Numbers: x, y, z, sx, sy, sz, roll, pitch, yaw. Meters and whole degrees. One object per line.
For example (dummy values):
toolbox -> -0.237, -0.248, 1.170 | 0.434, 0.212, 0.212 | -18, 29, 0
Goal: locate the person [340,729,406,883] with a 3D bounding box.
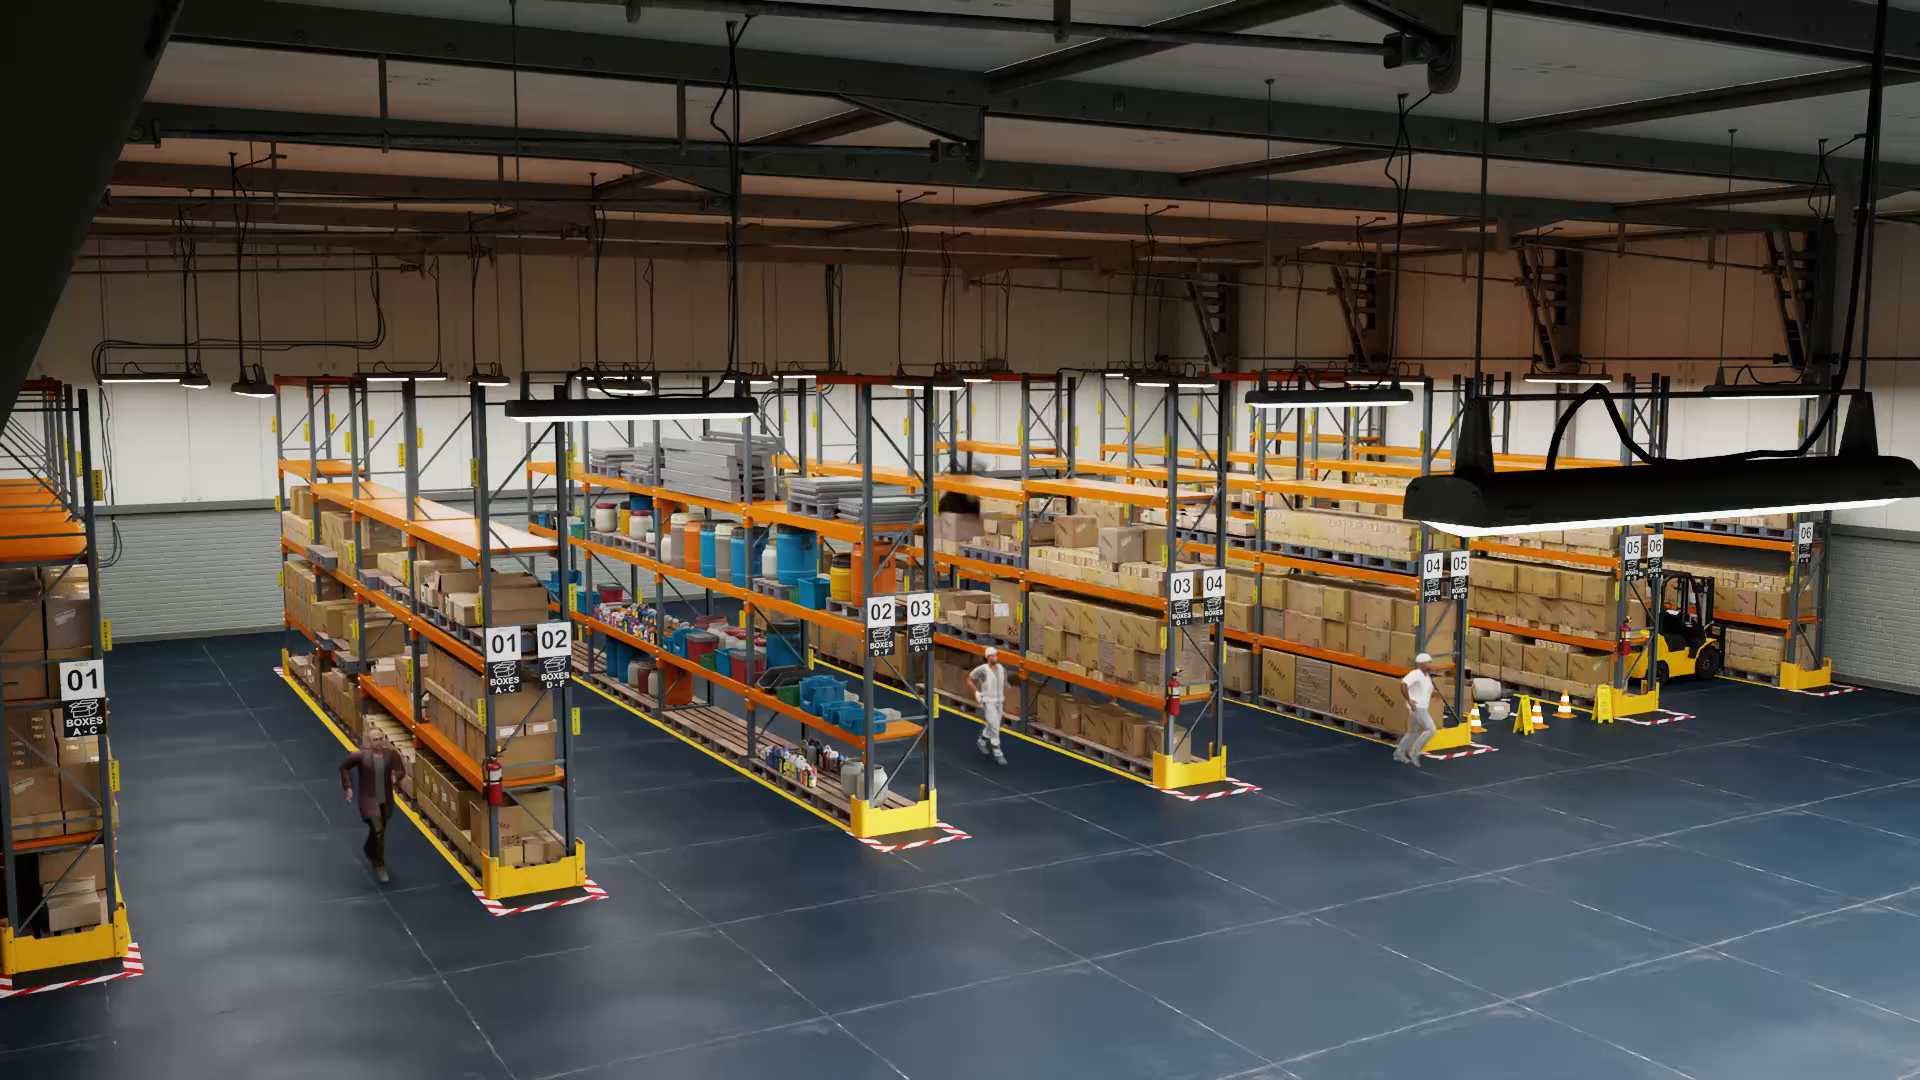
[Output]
person -> -7.148, 3.222, 20.362 | 0.666, 1.847, 0.928 | -6, 9, -44

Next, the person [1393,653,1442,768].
person -> 7.167, 2.642, 26.011 | 0.690, 1.737, 0.737 | 3, 7, 25

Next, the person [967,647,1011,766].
person -> 0.499, 2.571, 26.132 | 0.645, 1.808, 0.848 | -5, 8, -40

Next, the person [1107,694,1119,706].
person -> 2.811, 2.228, 30.288 | 0.584, 1.611, 0.535 | -4, 7, -33
